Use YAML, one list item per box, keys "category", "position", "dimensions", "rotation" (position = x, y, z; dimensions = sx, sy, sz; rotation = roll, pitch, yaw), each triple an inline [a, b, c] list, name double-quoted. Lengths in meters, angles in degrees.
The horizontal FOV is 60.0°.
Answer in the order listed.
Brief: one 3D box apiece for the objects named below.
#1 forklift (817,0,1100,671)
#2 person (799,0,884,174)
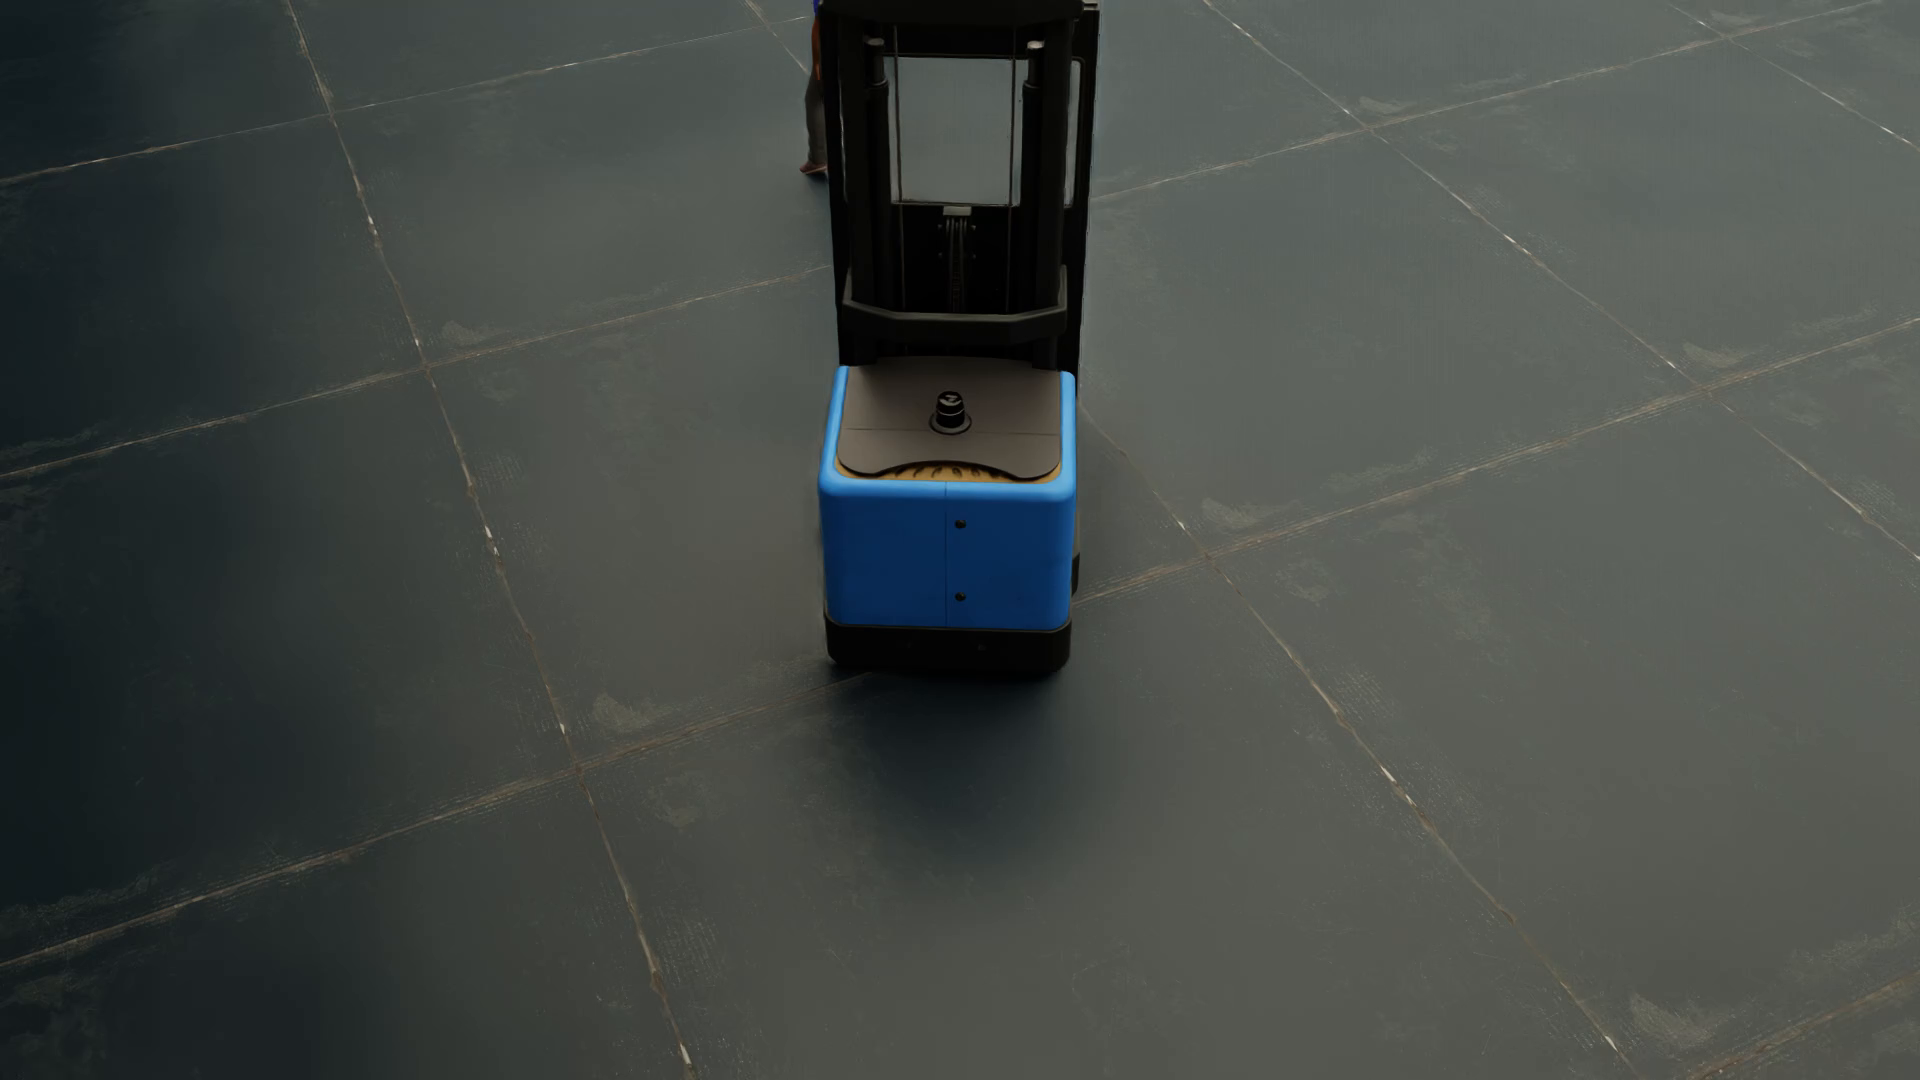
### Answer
- category: "forklift"
  position: [0.006, -1.501, 7.288]
  dimensions: [1.130, 2.935, 3.031]
  rotation: [2, 43, 2]
- category: "person"
  position: [-0.673, -2.857, 9.739]
  dimensions: [0.559, 1.704, 0.513]
  rotation: [-22, 47, -22]
